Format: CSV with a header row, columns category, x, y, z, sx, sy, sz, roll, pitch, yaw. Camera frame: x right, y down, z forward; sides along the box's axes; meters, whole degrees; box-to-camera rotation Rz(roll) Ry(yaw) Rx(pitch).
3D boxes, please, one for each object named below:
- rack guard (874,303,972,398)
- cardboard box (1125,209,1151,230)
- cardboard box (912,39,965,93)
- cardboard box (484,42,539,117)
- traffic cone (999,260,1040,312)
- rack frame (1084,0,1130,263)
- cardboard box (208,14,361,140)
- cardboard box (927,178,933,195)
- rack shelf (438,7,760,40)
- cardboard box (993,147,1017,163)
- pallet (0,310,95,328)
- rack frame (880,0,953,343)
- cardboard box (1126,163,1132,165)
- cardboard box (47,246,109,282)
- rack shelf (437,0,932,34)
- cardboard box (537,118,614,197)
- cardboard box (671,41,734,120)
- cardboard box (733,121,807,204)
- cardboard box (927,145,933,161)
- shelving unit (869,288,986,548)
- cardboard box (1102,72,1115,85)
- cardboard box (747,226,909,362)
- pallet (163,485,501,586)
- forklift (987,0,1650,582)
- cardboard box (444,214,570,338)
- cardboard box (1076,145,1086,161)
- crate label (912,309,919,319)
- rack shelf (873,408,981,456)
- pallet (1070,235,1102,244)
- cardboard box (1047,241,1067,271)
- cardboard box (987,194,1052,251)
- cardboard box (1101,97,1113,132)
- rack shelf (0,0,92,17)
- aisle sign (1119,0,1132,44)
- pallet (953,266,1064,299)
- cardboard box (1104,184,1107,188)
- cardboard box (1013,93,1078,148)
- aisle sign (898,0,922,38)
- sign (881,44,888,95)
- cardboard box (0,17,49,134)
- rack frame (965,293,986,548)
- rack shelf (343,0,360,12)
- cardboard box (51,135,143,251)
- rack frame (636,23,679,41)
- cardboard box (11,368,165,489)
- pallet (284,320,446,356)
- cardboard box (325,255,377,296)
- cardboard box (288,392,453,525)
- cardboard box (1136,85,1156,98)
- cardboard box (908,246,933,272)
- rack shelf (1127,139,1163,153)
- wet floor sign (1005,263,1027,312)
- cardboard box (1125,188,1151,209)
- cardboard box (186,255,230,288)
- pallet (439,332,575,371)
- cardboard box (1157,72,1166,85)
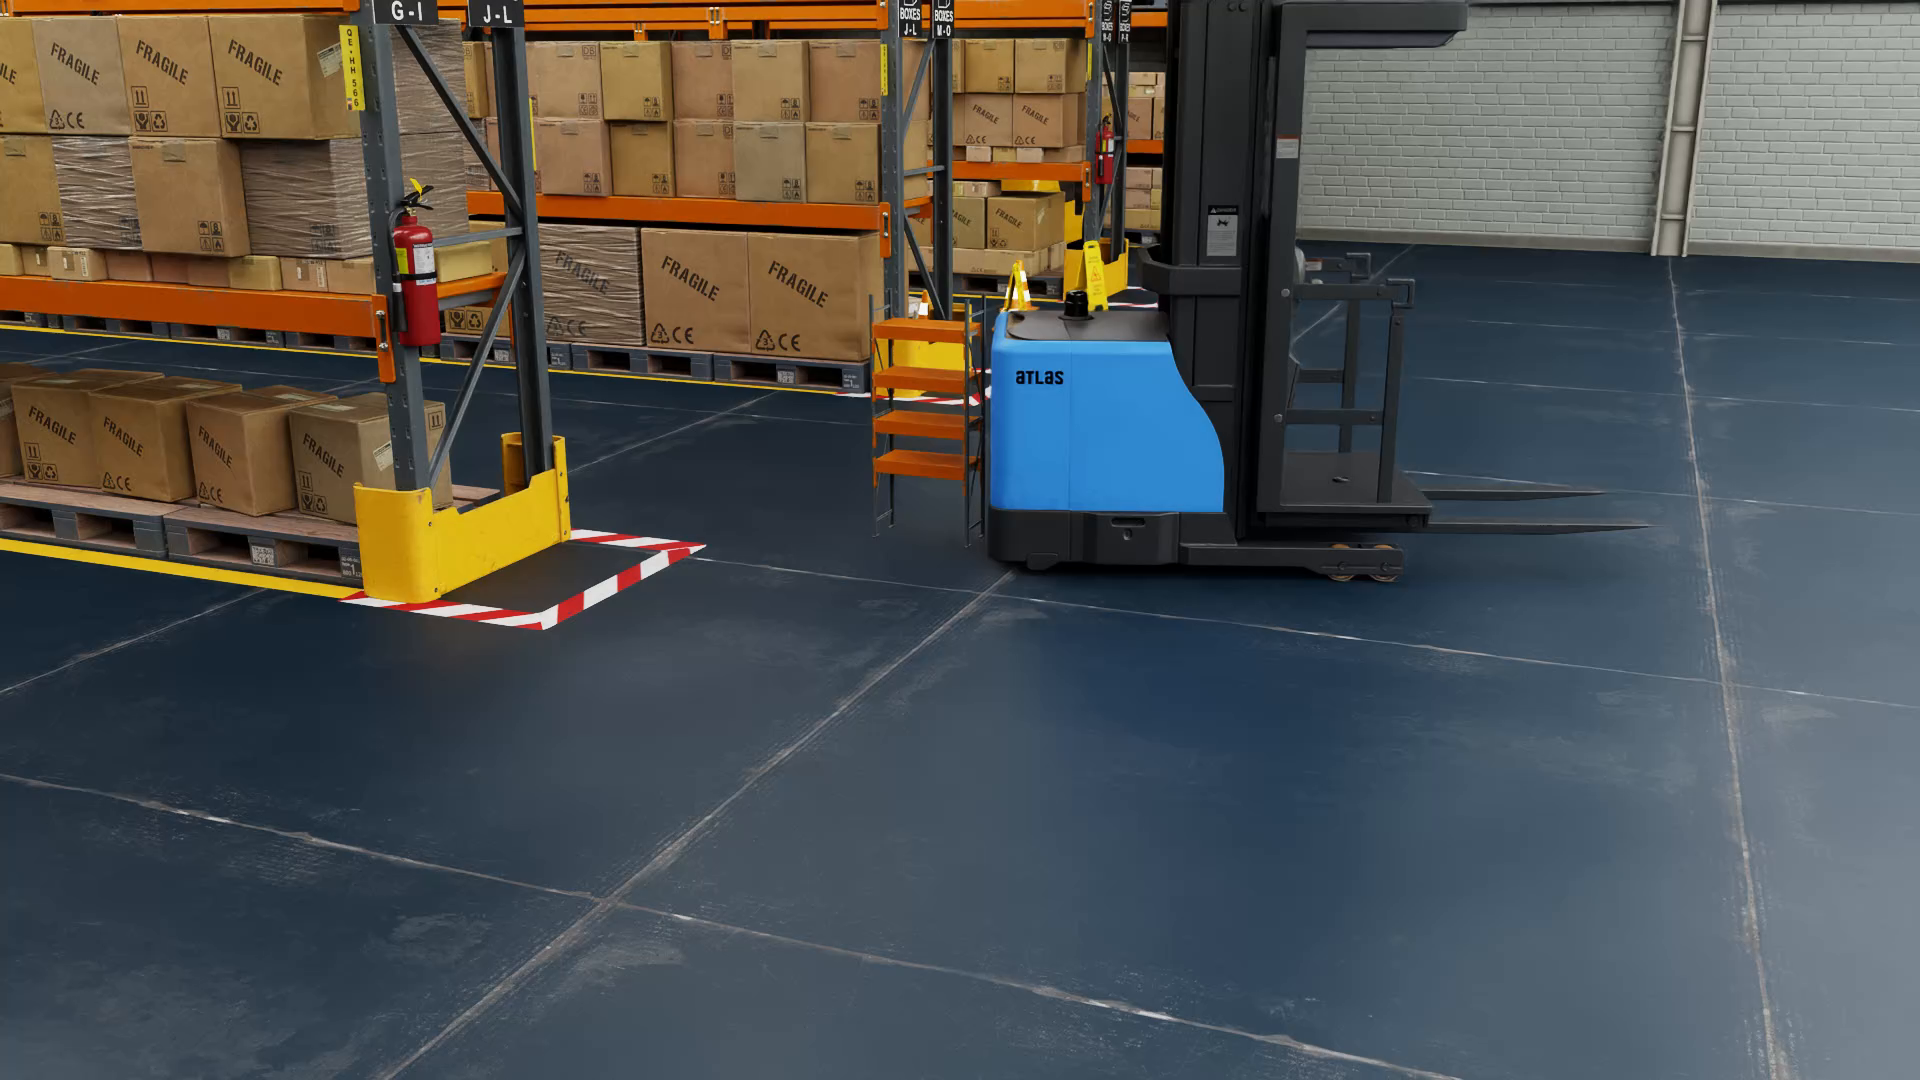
category,x,y,z,sx,sy,sz,roll,pitch,yaw
rack guard,-0.269,-1.392,12.073,0.348,0.500,1.175,6,17,21
cardboard box,2.237,-4.078,21.019,0.500,0.250,0.500,6,17,21
cardboard box,-0.104,-4.635,16.254,0.500,0.500,0.700,6,17,20
cardboard box,-3.127,-3.522,12.721,0.550,0.550,0.875,6,17,21
traffic cone,0.558,-2.381,15.544,0.334,0.463,0.336,6,17,21
rack frame,1.431,-3.889,16.191,0.127,3.000,1.000,6,17,21
cardboard box,-2.807,-1.982,7.116,0.500,0.500,0.500,6,17,21
cardboard box,-0.253,-3.531,16.625,0.250,0.149,0.380,7,18,23
rack shelf,-4.150,-5.598,17.987,4.000,0.370,1.077,6,17,21
cardboard box,0.498,-3.781,16.266,0.250,0.149,0.380,6,17,20
pallet,-8.459,-2.155,15.218,1.213,0.211,1.003,6,17,21
rack frame,-0.291,-2.595,11.733,0.127,3.000,1.000,6,17,21
cardboard box,1.944,-4.741,21.509,0.500,0.250,0.500,6,17,20
cardboard box,-3.980,-1.300,7.723,0.250,0.149,0.380,6,17,21
rack shelf,-2.151,-3.895,12.120,4.000,0.370,1.077,6,17,21
cardboard box,-2.685,-2.906,12.533,0.550,0.550,0.875,6,17,21
cardboard box,-1.638,-3.359,12.157,0.550,0.550,0.875,6,17,21
cardboard box,-1.172,-2.744,11.977,0.550,0.550,0.875,6,17,21
cardboard box,-0.211,-3.864,16.555,0.250,0.149,0.380,6,17,20
shelving unit,-0.154,-0.593,8.065,0.503,1.200,0.258,6,17,21
cardboard box,1.857,-5.741,20.693,0.250,0.149,0.380,7,18,22
cardboard box,-0.946,-1.829,12.151,0.875,0.875,0.875,6,17,21
pallet,-3.018,-0.080,8.071,1.213,0.211,1.003,6,17,21
forklift,1.659,-1.370,7.636,3.031,2.935,1.130,1,16,2
cardboard box,-3.453,-2.103,13.096,0.875,0.875,0.875,7,17,21
cardboard box,1.191,-3.857,16.531,0.250,0.149,0.380,6,17,21
crate label,-0.287,-1.966,14.699,0.298,0.136,0.250,-2,16,-8
rack shelf,-0.154,-0.529,8.083,0.480,0.148,0.258,6,17,21
pallet,1.391,-4.031,21.679,1.213,0.211,1.003,6,17,21
cardboard box,0.782,-2.925,17.047,0.500,0.250,0.500,6,17,20
cardboard box,0.590,-3.145,16.461,0.500,0.500,0.500,6,17,21
cardboard box,1.739,-5.315,20.923,0.500,0.500,0.500,6,17,20
rack shelf,-9.593,-4.713,14.939,4.000,0.370,1.077,6,17,21
aisle sign,1.603,-5.212,16.084,0.004,0.787,0.394,6,17,21
pallet,0.618,-2.650,16.924,1.213,0.211,1.003,6,17,21
cardboard box,1.756,-4.605,21.039,0.500,0.250,0.500,7,17,21
cardboard box,0.825,-4.064,16.081,0.500,0.500,0.500,6,17,20
aisle sign,-0.335,-3.759,11.078,0.004,0.787,0.394,6,17,21
sign,-0.503,-3.126,11.059,0.005,0.325,0.100,6,17,21
cardboard box,-4.201,-2.137,7.649,0.500,0.500,0.500,6,17,21
rack frame,0.073,-0.568,7.979,0.015,1.200,0.240,6,17,21
rack shelf,-4.065,-2.619,7.725,4.000,0.370,1.077,6,17,21
cardboard box,-3.665,-1.656,7.784,0.500,0.500,0.875,6,17,21
rack frame,-4.193,-5.996,23.446,0.127,3.000,1.000,6,17,21
cardboard box,-4.426,-0.579,8.517,0.500,0.500,0.500,5,17,16
pallet,-4.757,-1.725,13.736,1.213,0.211,1.003,6,17,21
cardboard box,-2.546,-1.174,7.289,0.250,0.149,0.380,6,17,21
cardboard box,-2.780,-0.389,7.863,0.500,0.500,0.500,10,19,31
cardboard box,2.356,-5.560,20.604,0.250,0.149,0.380,7,17,22
cardboard box,-0.387,-2.891,16.929,0.500,0.250,0.500,6,17,19
rack shelf,1.389,-5.036,21.432,4.000,0.370,1.077,6,17,21
wet floor sign,0.463,-1.975,13.820,0.232,0.644,0.267,3,17,11
cardboard box,2.219,-4.321,20.960,0.500,0.250,0.500,6,17,20
cardboard box,-3.256,-1.242,7.521,0.250,0.149,0.380,6,17,21
pallet,-3.333,-1.567,13.194,1.213,0.211,1.003,6,17,21
cardboard box,2.598,-5.679,20.478,0.250,0.149,0.380,6,17,21
